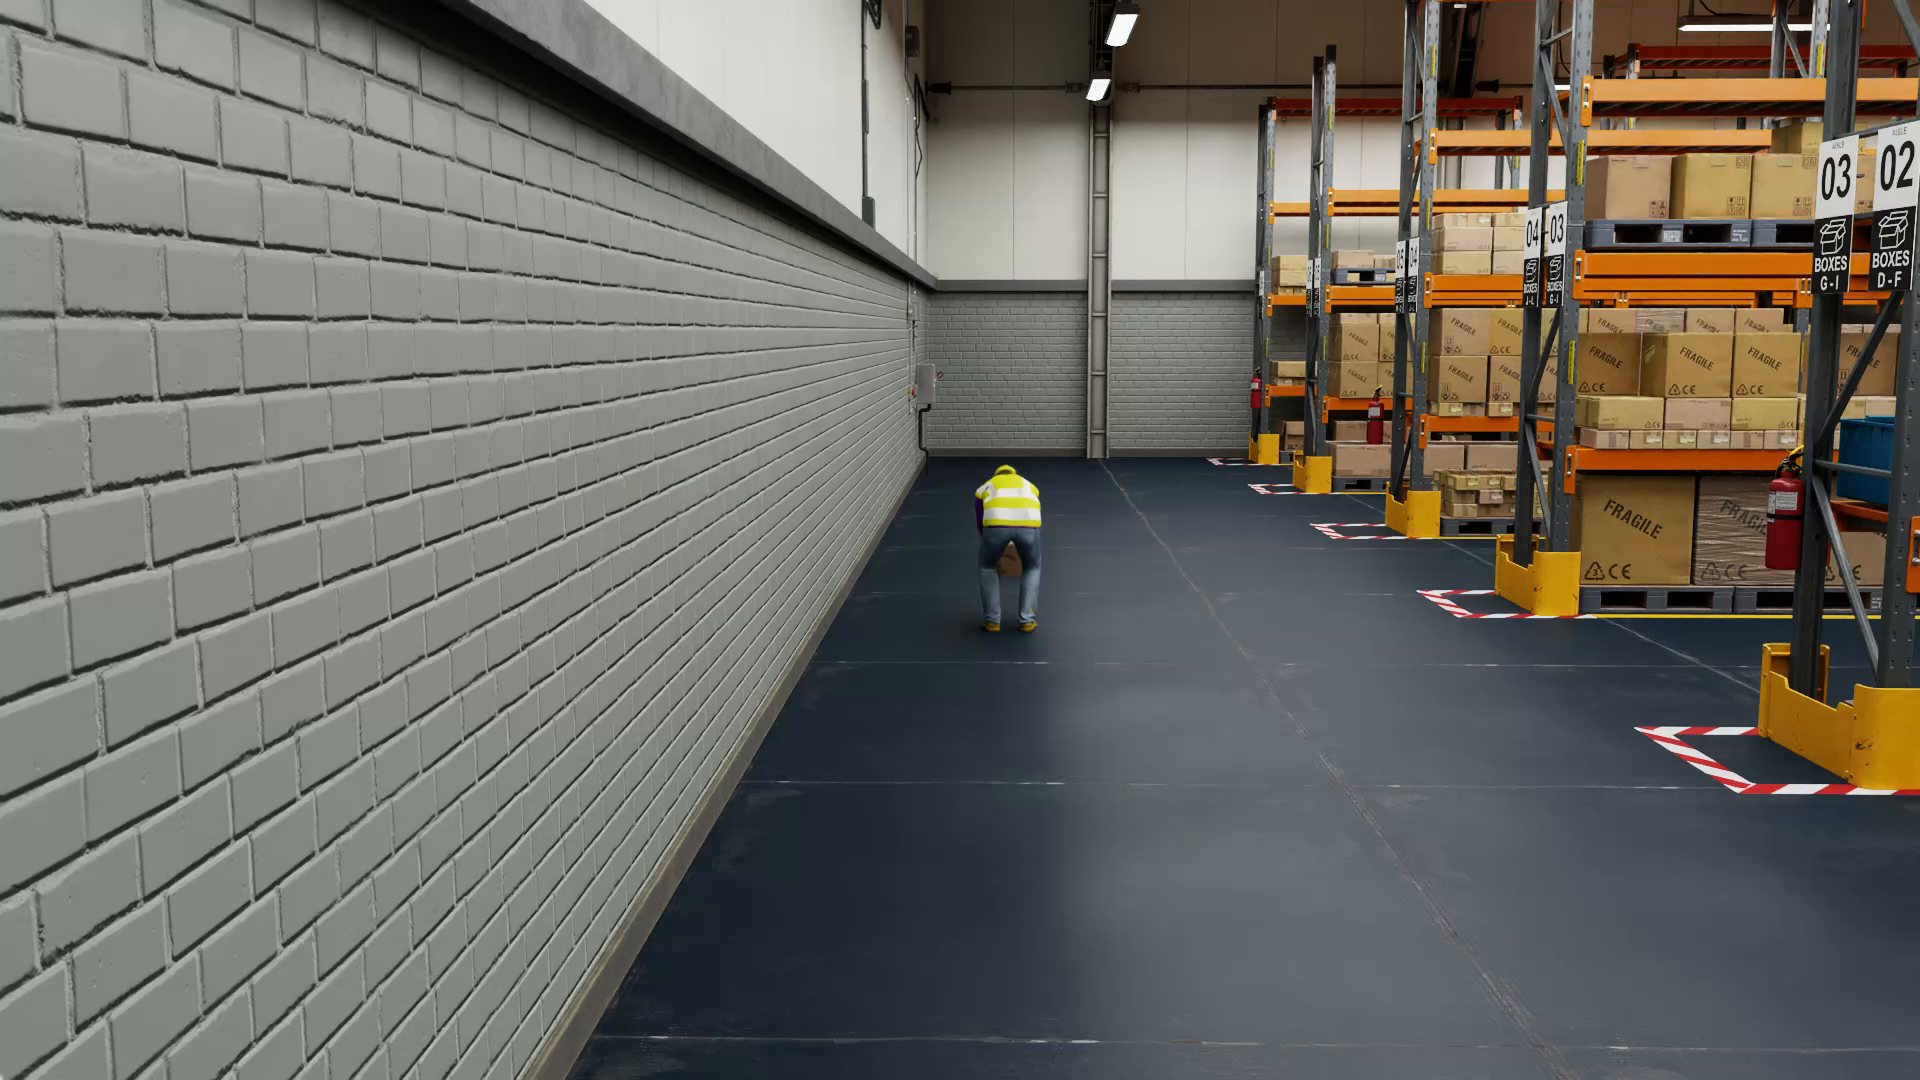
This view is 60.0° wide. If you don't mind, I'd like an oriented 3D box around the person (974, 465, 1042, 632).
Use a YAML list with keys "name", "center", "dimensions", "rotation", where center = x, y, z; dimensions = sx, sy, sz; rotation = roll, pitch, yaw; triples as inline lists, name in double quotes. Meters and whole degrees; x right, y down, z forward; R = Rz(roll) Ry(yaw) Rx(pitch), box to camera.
- name: "person"
  center: [0.360, 0.053, 12.564]
  dimensions: [0.501, 1.185, 0.954]
  rotation: [0, 7, -1]
